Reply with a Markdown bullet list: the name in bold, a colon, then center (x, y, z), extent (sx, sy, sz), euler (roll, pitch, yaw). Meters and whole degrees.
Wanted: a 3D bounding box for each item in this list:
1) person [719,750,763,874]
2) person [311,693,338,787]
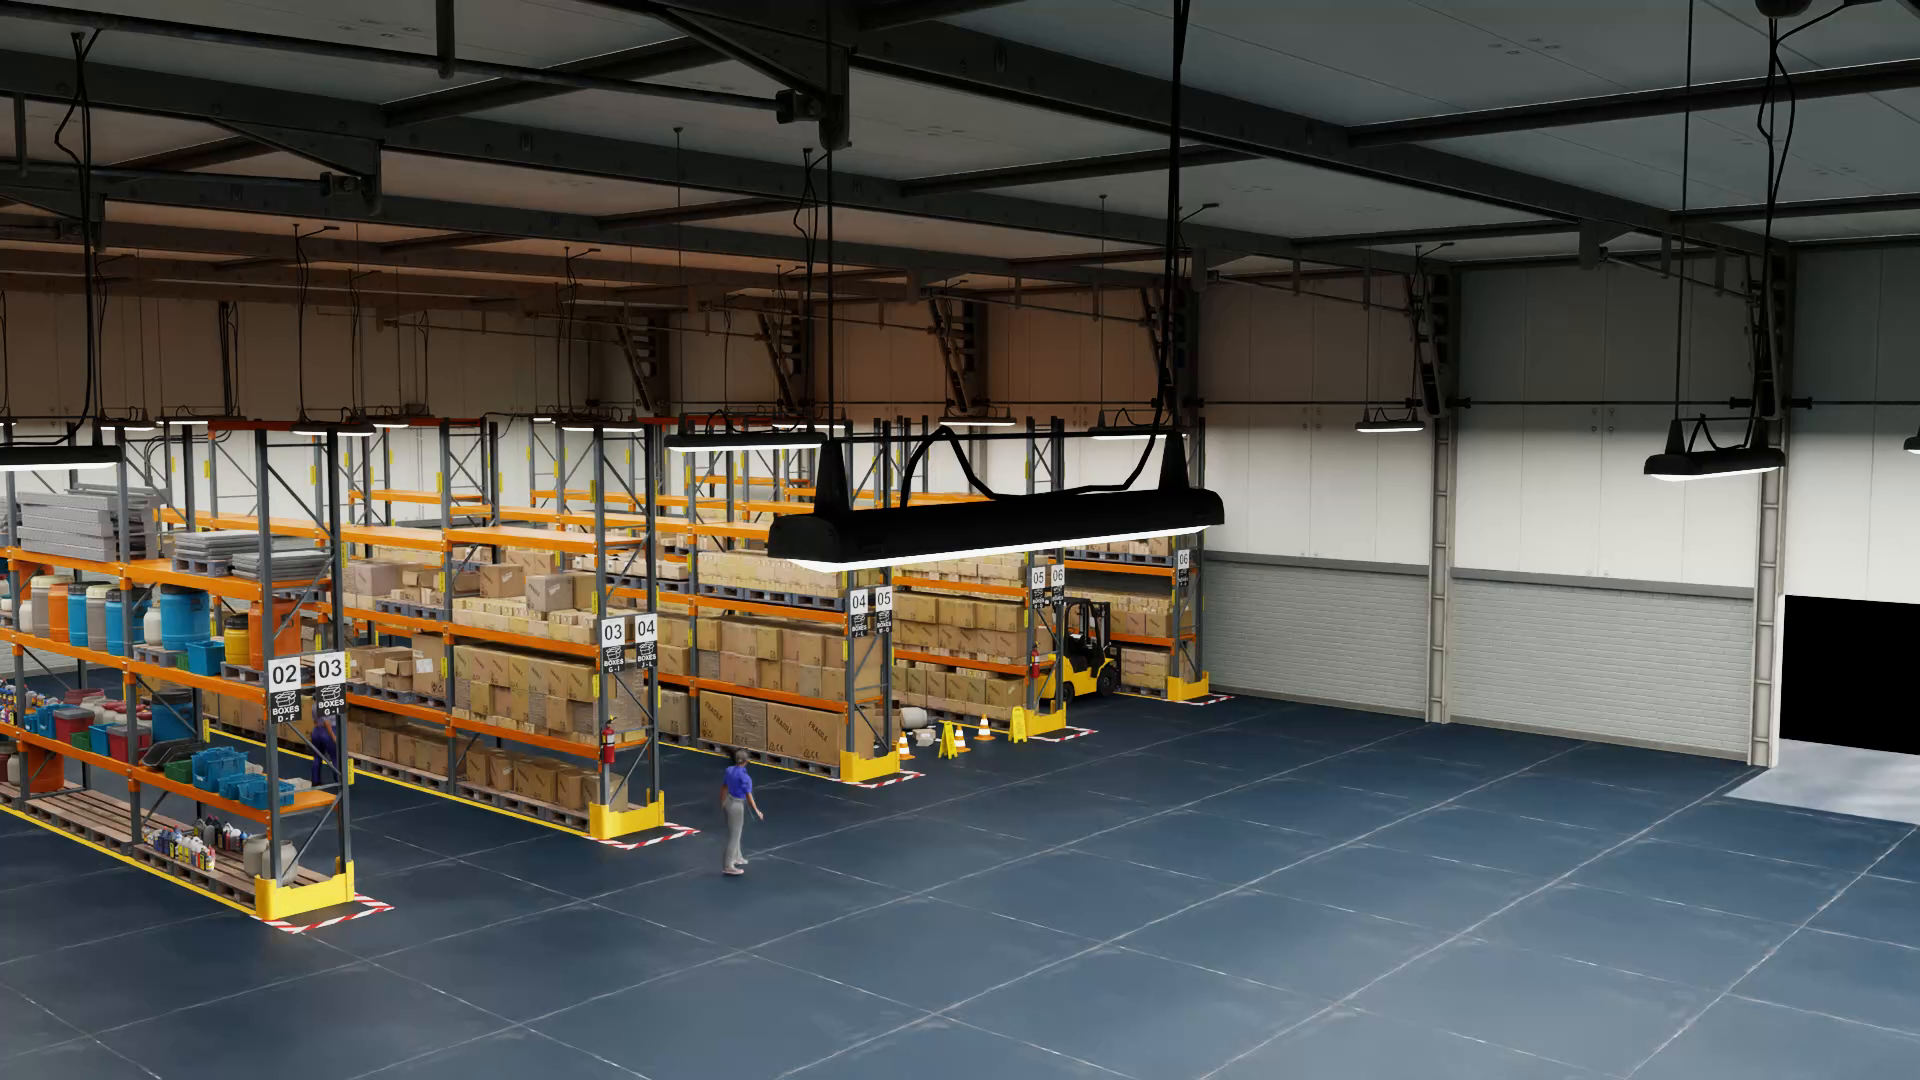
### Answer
- **person**: center (-3.023, 3.671, 22.502), extent (0.576, 1.655, 0.603), euler (-3, 6, -31)
- **person**: center (-10.382, 3.253, 27.286), extent (0.555, 1.613, 0.450), euler (2, 5, 27)
